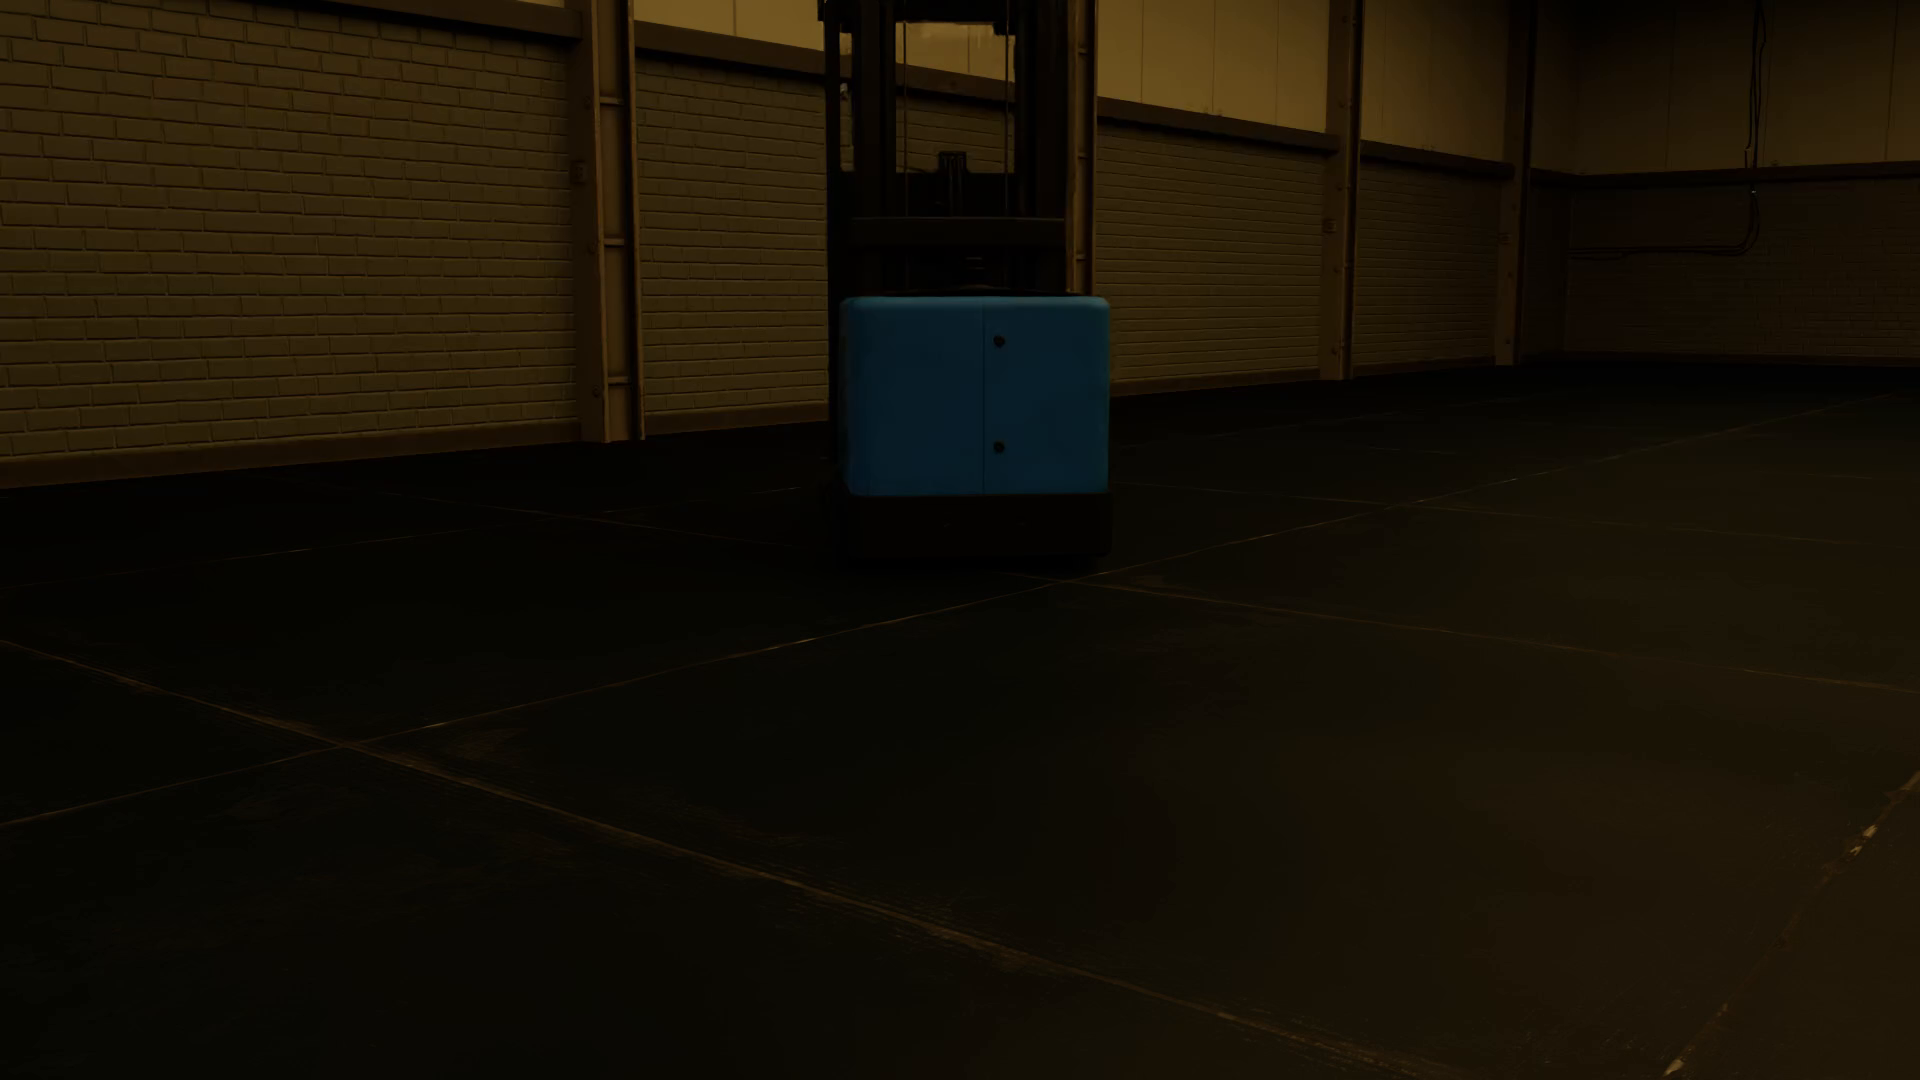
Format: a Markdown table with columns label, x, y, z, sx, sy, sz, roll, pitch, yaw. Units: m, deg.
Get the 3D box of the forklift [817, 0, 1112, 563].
| label | x | y | z | sx | sy | sz | roll | pitch | yaw |
| --- | --- | --- | --- | --- | --- | --- | --- | --- | --- |
| forklift | -0.093 | -1.534 | 7.762 | 1.130 | 2.935 | 3.031 | -1 | 8 | -7 |
